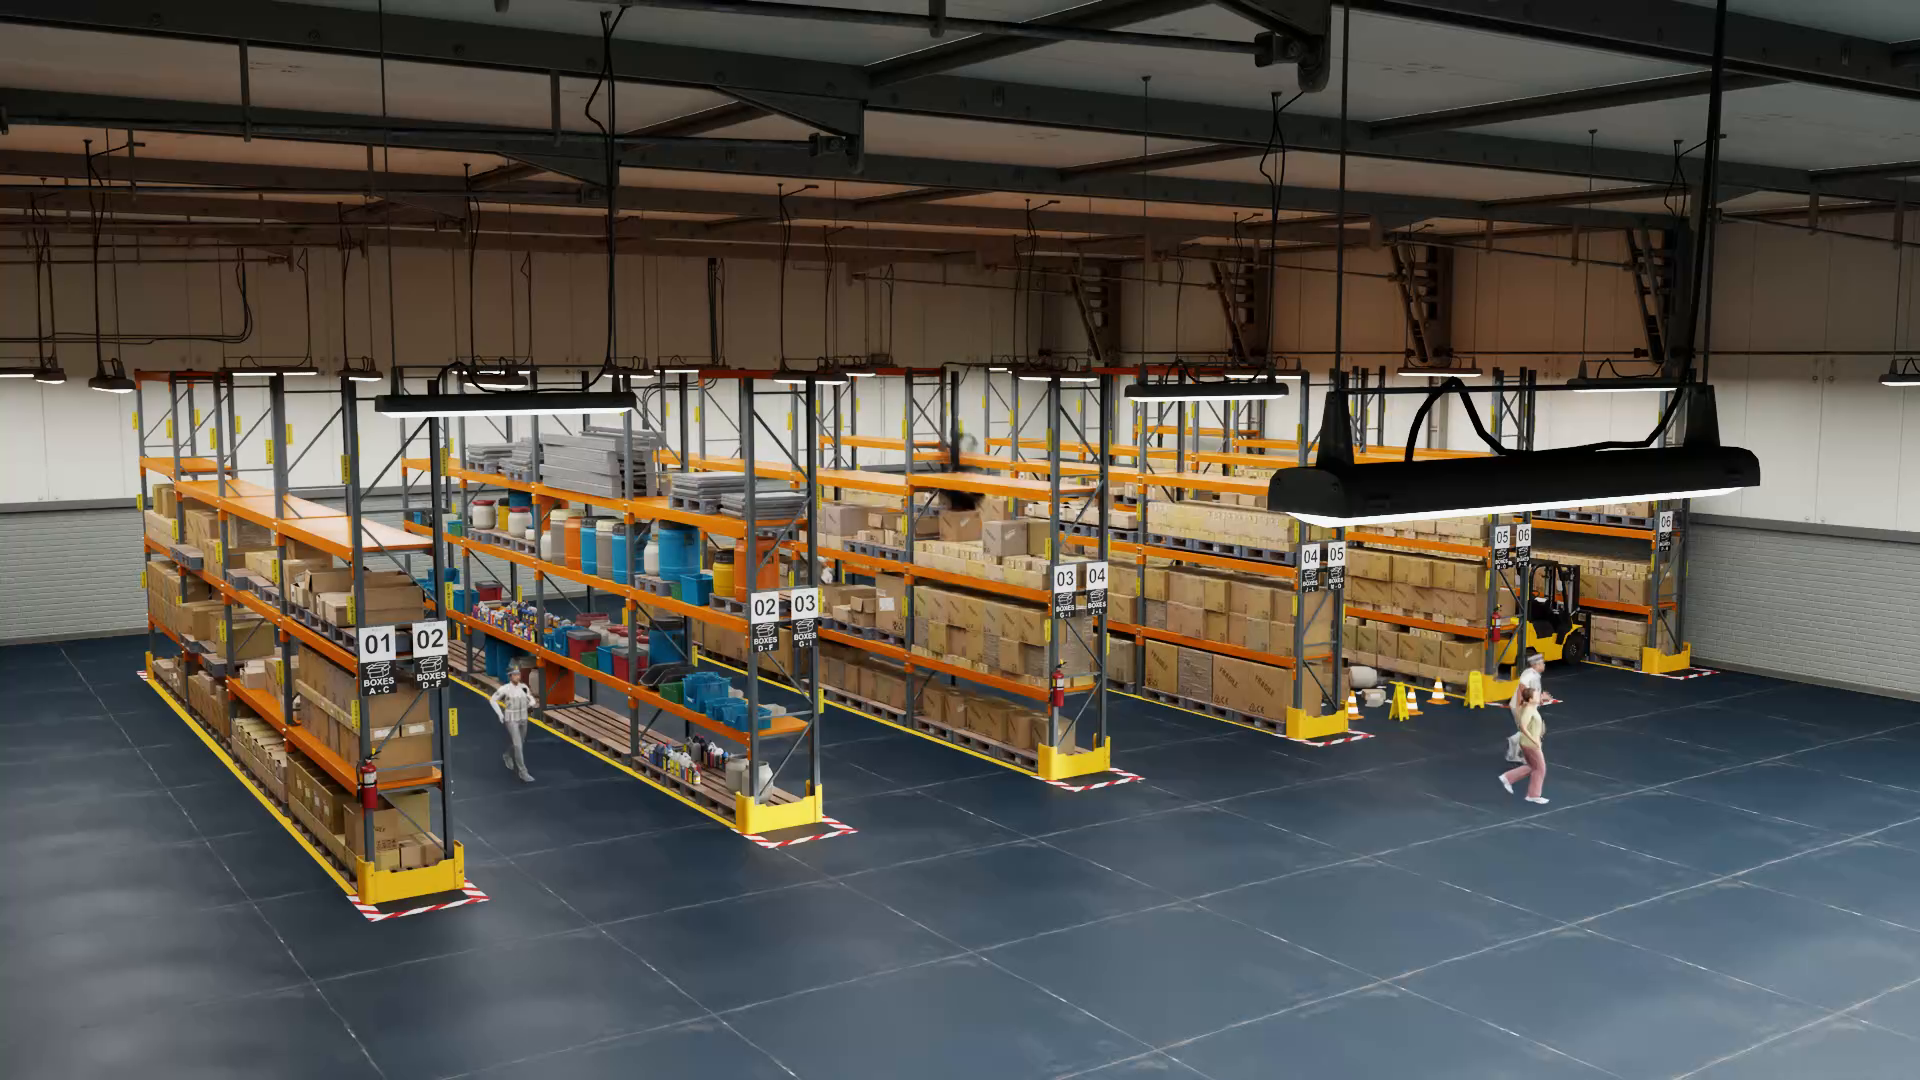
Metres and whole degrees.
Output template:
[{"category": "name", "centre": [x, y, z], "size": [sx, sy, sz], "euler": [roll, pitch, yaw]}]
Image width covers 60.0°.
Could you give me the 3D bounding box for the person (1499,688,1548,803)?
[{"category": "person", "centre": [7.962, 2.886, 23.428], "size": [0.687, 1.653, 0.575], "euler": [1, 7, 8]}]

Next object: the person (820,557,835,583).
[{"category": "person", "centre": [-3.120, 1.216, 37.897], "size": [0.618, 1.694, 0.900], "euler": [-4, 8, -33]}]

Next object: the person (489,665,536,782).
[{"category": "person", "centre": [-6.601, 2.686, 24.712], "size": [0.940, 1.676, 0.611], "euler": [6, 9, 42]}]

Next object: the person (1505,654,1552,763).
[{"category": "person", "centre": [8.776, 2.587, 25.628], "size": [0.685, 1.692, 0.627], "euler": [0, 6, 2]}]
